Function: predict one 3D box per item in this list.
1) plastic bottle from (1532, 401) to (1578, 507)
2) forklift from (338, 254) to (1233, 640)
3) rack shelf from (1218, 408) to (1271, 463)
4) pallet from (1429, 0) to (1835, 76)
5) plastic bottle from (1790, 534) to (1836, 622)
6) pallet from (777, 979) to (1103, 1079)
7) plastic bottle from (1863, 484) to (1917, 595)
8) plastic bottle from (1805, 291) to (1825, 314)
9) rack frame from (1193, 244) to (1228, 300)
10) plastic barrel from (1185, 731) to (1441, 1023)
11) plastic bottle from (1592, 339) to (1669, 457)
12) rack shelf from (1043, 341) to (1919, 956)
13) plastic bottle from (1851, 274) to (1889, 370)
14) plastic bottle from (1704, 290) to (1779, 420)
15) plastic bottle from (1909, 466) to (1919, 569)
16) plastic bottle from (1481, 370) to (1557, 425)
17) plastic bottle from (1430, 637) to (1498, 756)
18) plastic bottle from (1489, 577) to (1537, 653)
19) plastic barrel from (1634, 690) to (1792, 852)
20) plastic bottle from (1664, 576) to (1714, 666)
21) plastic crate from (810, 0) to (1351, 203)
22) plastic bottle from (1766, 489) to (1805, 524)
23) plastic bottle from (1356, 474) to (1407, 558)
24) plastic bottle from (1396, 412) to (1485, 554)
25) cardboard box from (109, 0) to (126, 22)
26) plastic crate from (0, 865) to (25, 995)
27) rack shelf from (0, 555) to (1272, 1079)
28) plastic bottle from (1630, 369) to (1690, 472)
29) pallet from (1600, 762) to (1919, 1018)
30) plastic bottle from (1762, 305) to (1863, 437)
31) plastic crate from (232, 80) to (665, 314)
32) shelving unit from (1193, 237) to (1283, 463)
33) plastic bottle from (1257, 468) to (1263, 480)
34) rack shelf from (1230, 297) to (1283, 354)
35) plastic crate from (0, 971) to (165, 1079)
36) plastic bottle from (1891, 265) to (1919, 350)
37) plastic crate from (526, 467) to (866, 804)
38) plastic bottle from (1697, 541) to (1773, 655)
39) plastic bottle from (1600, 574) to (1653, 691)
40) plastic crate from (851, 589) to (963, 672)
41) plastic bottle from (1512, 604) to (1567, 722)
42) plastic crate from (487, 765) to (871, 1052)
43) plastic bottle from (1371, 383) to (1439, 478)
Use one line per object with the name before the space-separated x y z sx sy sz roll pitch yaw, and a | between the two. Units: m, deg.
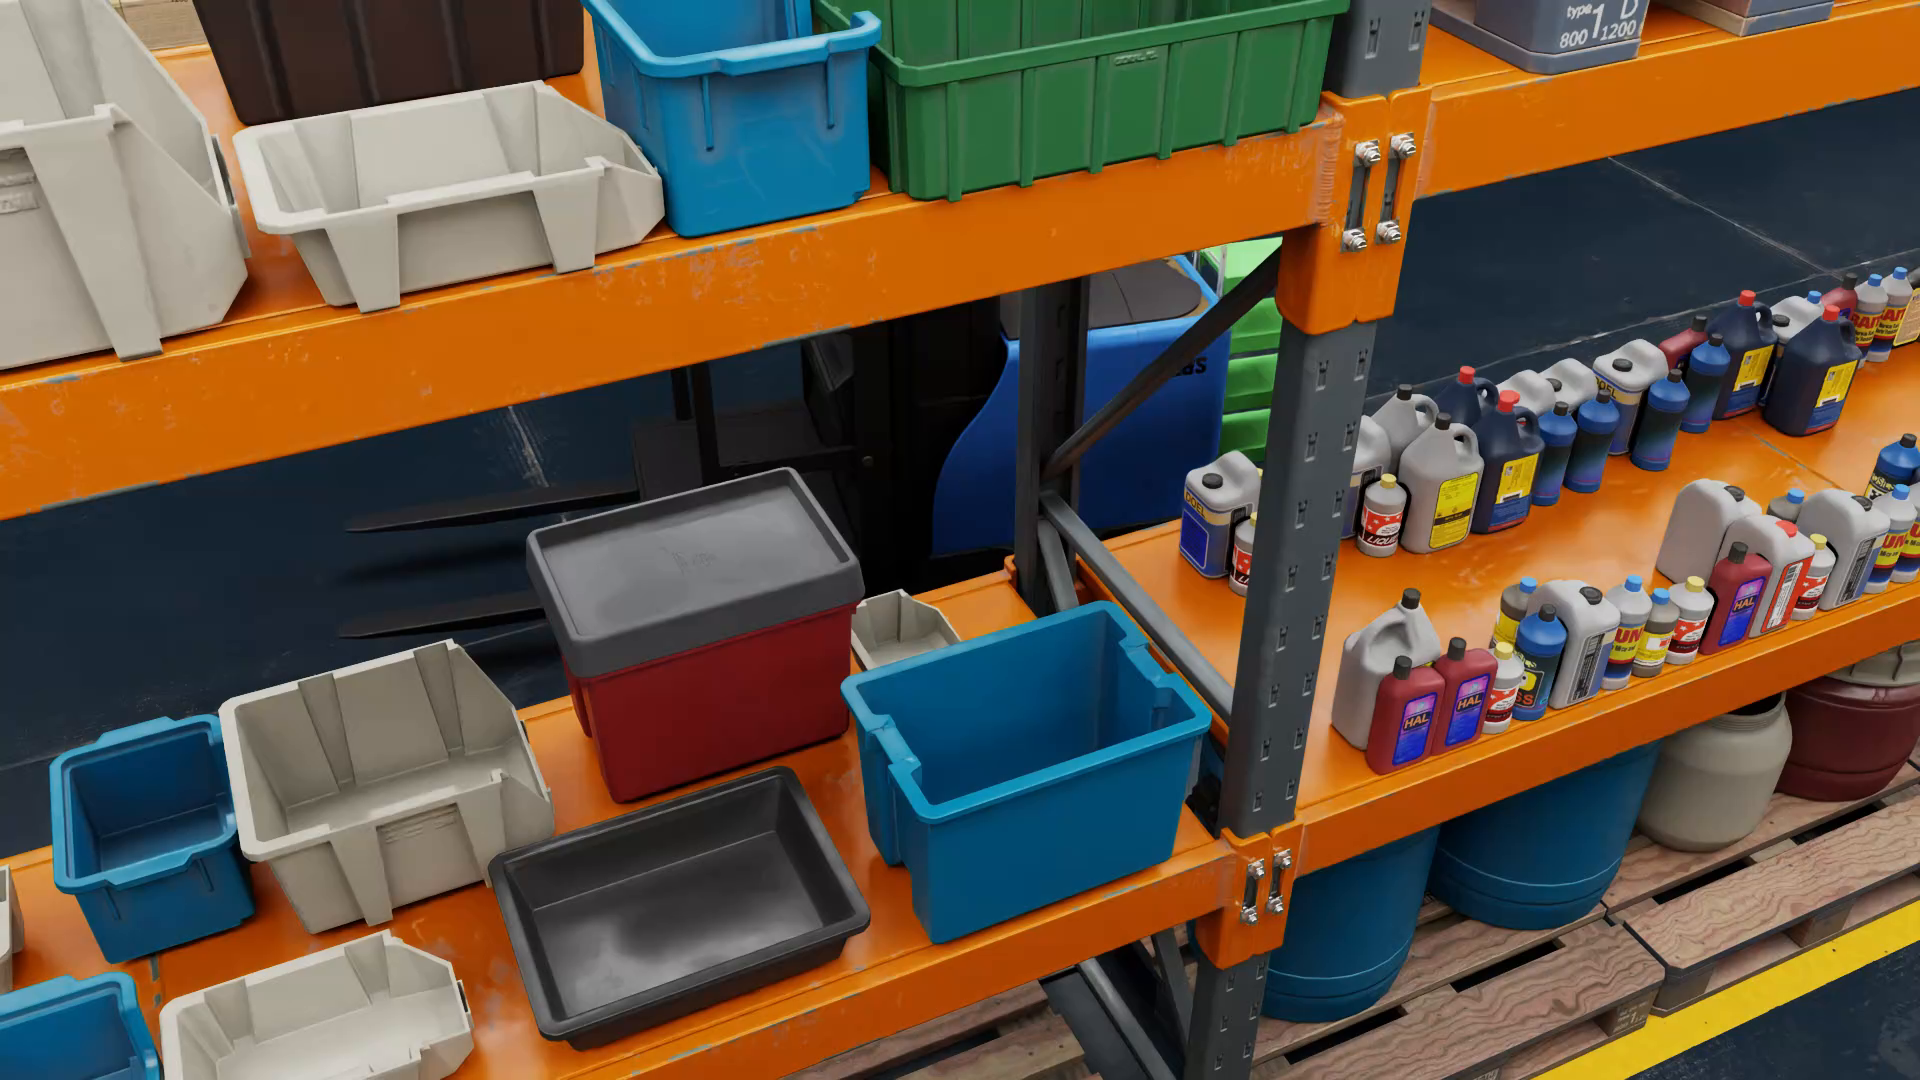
plastic bottle | 1.470 -0.222 4.139 0.097 0.271 0.097 0 37 0
forklift | -0.658 -1.103 5.276 3.031 2.935 1.130 -9 37 -12
rack shelf | 1.095 -0.362 6.241 0.480 0.148 0.258 -9 37 -12
pallet | 1.061 -1.222 3.020 1.003 0.211 1.213 -16 39 -20
plastic bottle | 1.929 0.077 3.795 0.097 0.201 0.097 0 37 0
pallet | -0.256 1.485 4.070 1.213 0.211 1.003 -16 39 -20
plastic bottle | 2.139 -0.010 3.853 0.097 0.271 0.097 0 37 0
plastic bottle | 2.323 -0.561 4.596 0.097 0.271 0.097 0 37 0
rack frame | 0.859 -0.569 6.010 0.015 1.200 0.240 -9 37 -12
plastic barrel | 0.893 0.704 4.192 0.708 0.901 0.600 -16 39 -20
plastic bottle | 1.731 -0.379 4.347 0.135 0.276 0.152 -16 39 -20
rack shelf | 2.204 -0.059 4.416 4.000 0.370 1.077 -16 39 -20
plastic bottle | 2.532 -0.619 4.675 0.097 0.271 0.097 0 37 0
plastic bottle | 2.083 -0.510 4.461 0.185 0.351 0.144 -16 39 -20
plastic bottle | 2.345 -0.114 3.928 0.185 0.351 0.144 -16 39 -20
plastic bottle | 1.400 -0.286 4.222 0.135 0.276 0.152 -16 39 -20
plastic bottle | 1.027 0.308 3.414 0.133 0.283 0.061 -16 39 -20
plastic bottle | 1.235 0.171 3.668 0.097 0.201 0.097 0 37 0
plastic barrel | 2.083 0.586 4.678 0.421 0.512 0.421 0 37 0
plastic bottle | 1.598 0.170 3.670 0.097 0.201 0.097 0 37 0
plastic crate | 0.138 -0.691 2.324 0.662 0.188 0.450 -16 39 -20
plastic bottle | 1.952 -0.029 3.938 0.097 0.201 0.097 0 37 0
plastic bottle | 1.013 -0.066 3.988 0.097 0.201 0.097 0 37 0
plastic bottle | 1.147 -0.153 3.980 0.185 0.351 0.144 -16 39 -20
cardboard box | -3.389 -1.931 6.211 0.500 0.250 0.500 -16 40 -21
plastic crate | -1.796 0.714 2.940 0.250 0.136 0.298 -16 39 -20
rack shelf | -1.417 0.953 3.051 4.000 0.370 1.077 -16 39 -20
plastic bottle | 1.801 -0.315 4.264 0.097 0.271 0.097 0 37 0
pallet | 2.215 0.794 5.002 1.213 0.211 1.003 -16 39 -20
plastic bottle | 2.270 -0.462 4.396 0.185 0.351 0.144 -16 39 -20
plastic crate | -0.597 -0.414 1.993 0.466 0.136 0.293 -16 39 -20
shelving unit | 1.095 -0.606 6.060 0.503 1.200 0.258 -9 37 -12
plastic bottle | 0.706 -0.080 4.007 0.097 0.201 0.097 0 37 0
rack shelf | 1.095 -0.747 5.955 0.480 0.148 0.258 -9 37 -12
plastic crate | -1.401 0.920 2.582 0.300 0.233 0.416 -16 39 -20
plastic bottle | 2.717 -0.687 4.757 0.133 0.283 0.061 -16 39 -20
plastic crate | -0.522 0.199 3.360 0.583 0.464 0.402 -16 39 -20
plastic bottle | 1.710 0.117 3.672 0.133 0.283 0.061 -16 39 -20
plastic bottle | 1.422 0.191 3.583 0.097 0.271 0.097 0 37 0
plastic crate | -0.089 0.281 3.525 0.243 0.136 0.396 -16 39 -20
plastic bottle | 1.212 0.250 3.504 0.097 0.271 0.097 0 37 0
plastic crate | -0.506 0.673 3.006 0.590 0.125 0.437 -16 39 -20
plastic bottle | 1.086 -0.231 4.085 0.185 0.351 0.144 -16 39 -20
